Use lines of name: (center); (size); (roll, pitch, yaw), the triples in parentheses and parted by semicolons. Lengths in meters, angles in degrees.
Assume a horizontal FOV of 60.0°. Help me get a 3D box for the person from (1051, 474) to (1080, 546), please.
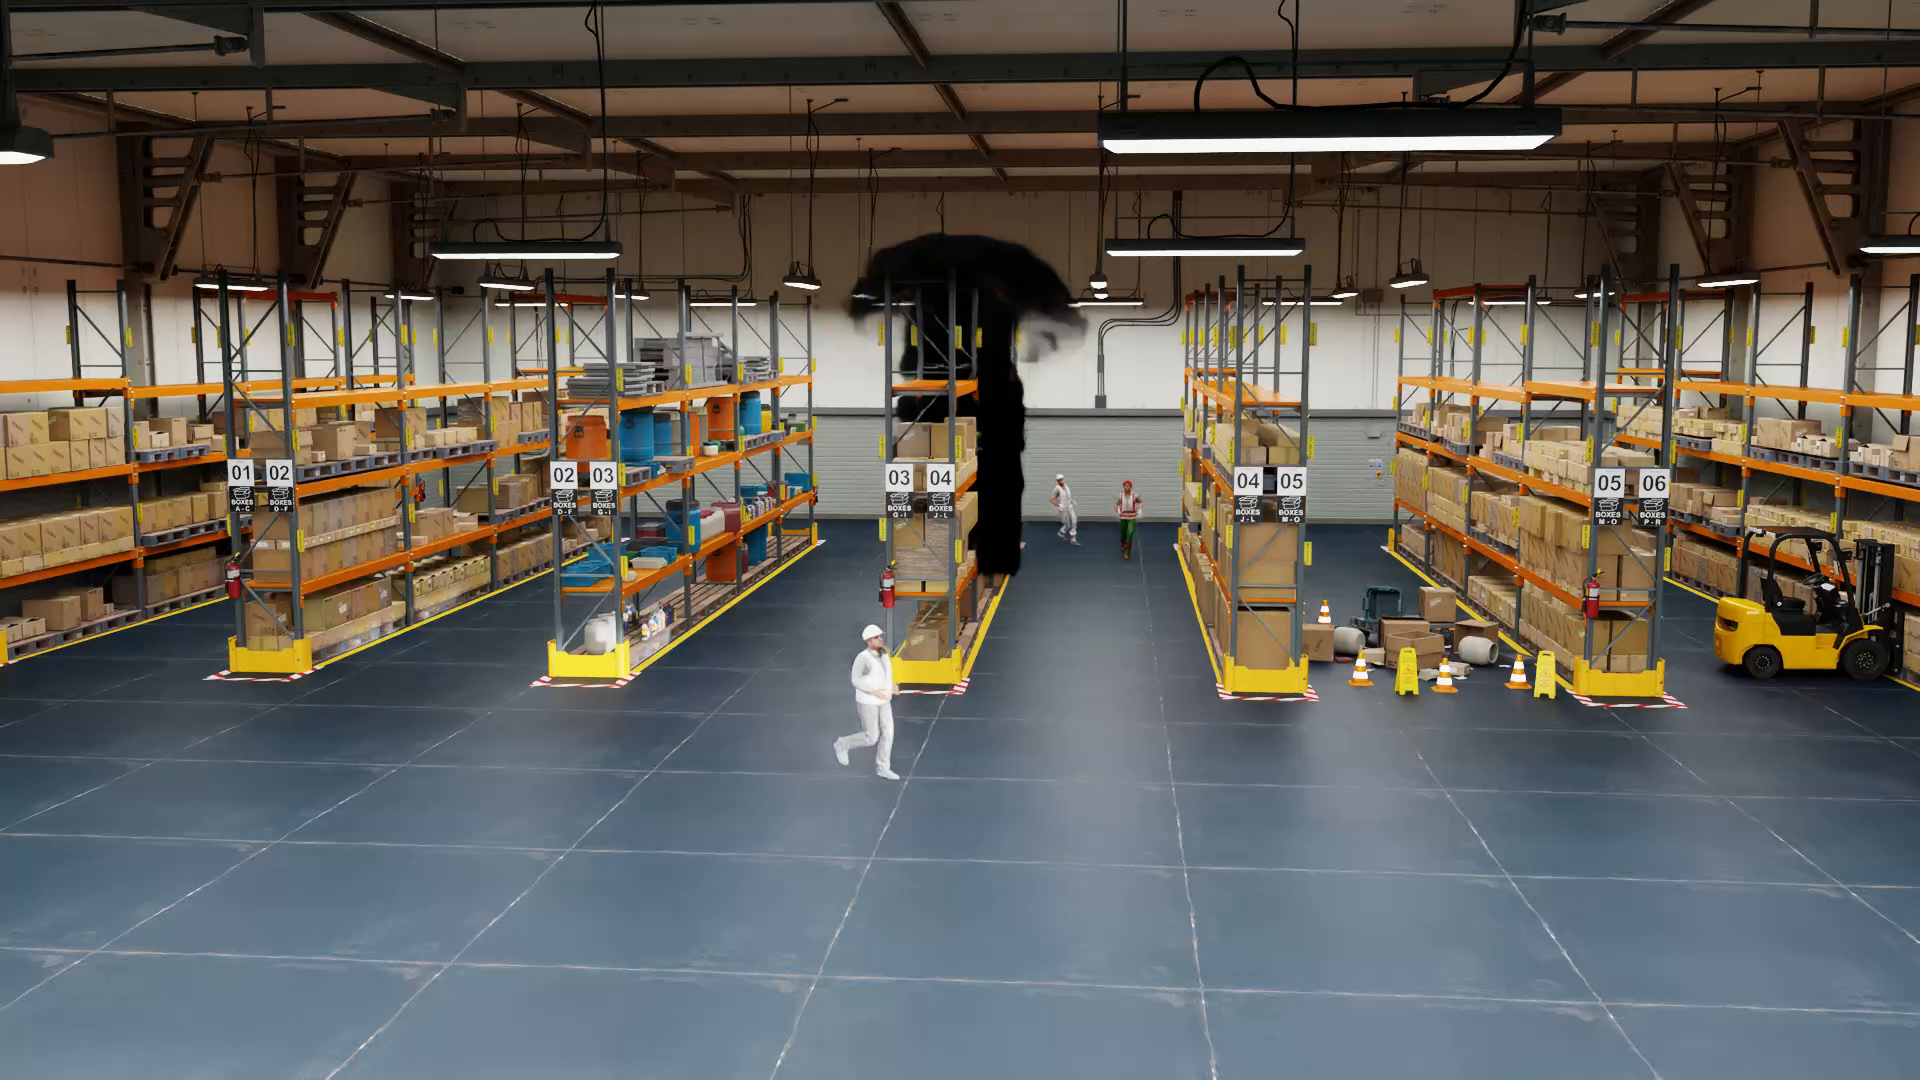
person: (2.501, -0.723, 40.079); (0.683, 1.736, 0.712); (-6, 9, -40)

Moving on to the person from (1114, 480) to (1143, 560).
person: (3.835, -0.472, 37.885); (0.666, 1.784, 0.935); (2, 7, 13)

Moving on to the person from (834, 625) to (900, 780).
person: (-1.024, 1.840, 19.058); (0.810, 1.768, 0.669); (5, 8, 35)

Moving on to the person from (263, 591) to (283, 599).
person: (-11.673, 0.744, 28.474); (0.624, 1.621, 0.514); (1, 7, 9)
